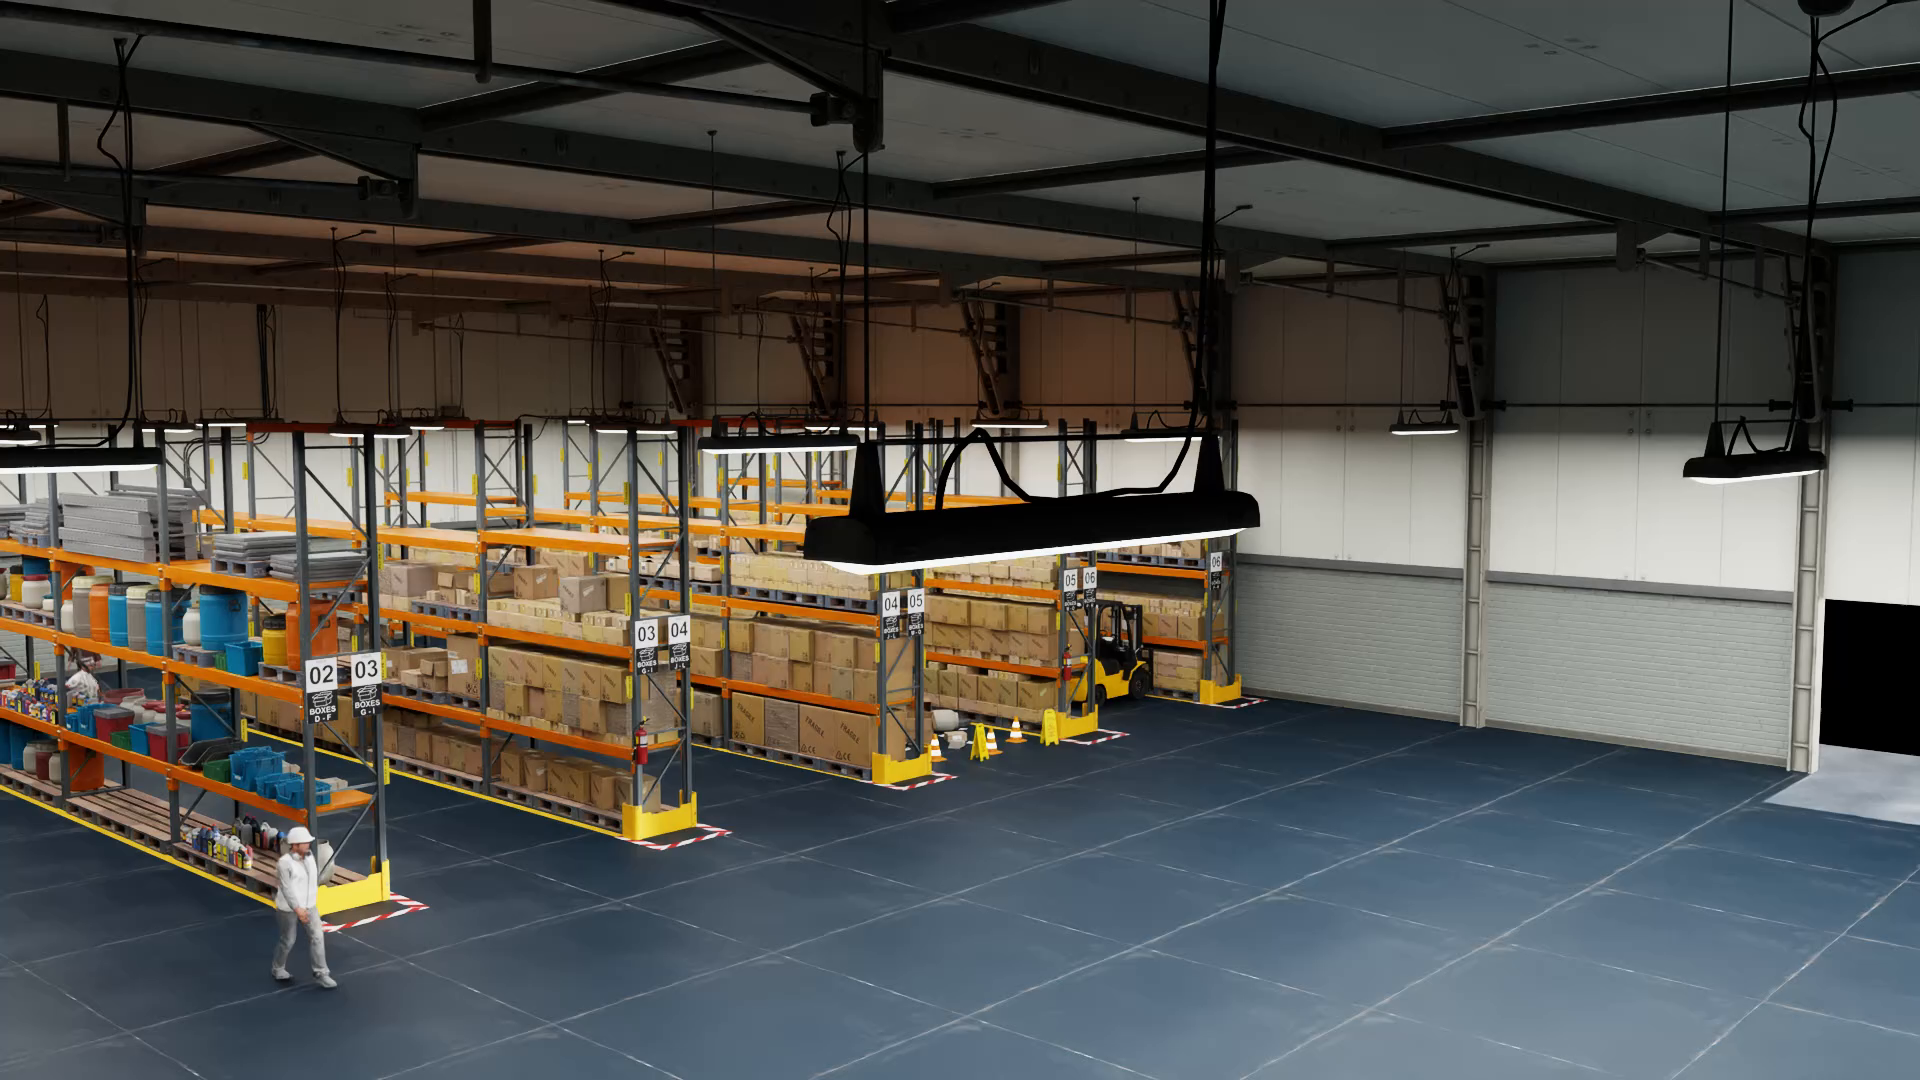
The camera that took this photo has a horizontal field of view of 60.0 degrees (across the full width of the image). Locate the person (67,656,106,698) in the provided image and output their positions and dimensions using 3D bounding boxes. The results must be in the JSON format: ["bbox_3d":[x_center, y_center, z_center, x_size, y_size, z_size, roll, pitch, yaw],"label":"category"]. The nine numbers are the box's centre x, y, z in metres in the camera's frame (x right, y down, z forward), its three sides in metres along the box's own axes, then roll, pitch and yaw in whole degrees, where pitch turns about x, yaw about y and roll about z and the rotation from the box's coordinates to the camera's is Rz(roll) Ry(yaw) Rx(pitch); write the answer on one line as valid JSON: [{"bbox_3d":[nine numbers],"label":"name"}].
[{"bbox_3d":[-16.031,3.023,30.359,0.743,1.813,0.757,0,5,3],"label":"person"}]

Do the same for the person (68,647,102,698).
[{"bbox_3d":[-18.592,2.574,35.236,0.634,1.744,1.000,1,5,18],"label":"person"}]

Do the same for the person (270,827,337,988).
[{"bbox_3d":[-7.160,3.974,18.118,0.967,1.717,0.524,3,5,30],"label":"person"}]
